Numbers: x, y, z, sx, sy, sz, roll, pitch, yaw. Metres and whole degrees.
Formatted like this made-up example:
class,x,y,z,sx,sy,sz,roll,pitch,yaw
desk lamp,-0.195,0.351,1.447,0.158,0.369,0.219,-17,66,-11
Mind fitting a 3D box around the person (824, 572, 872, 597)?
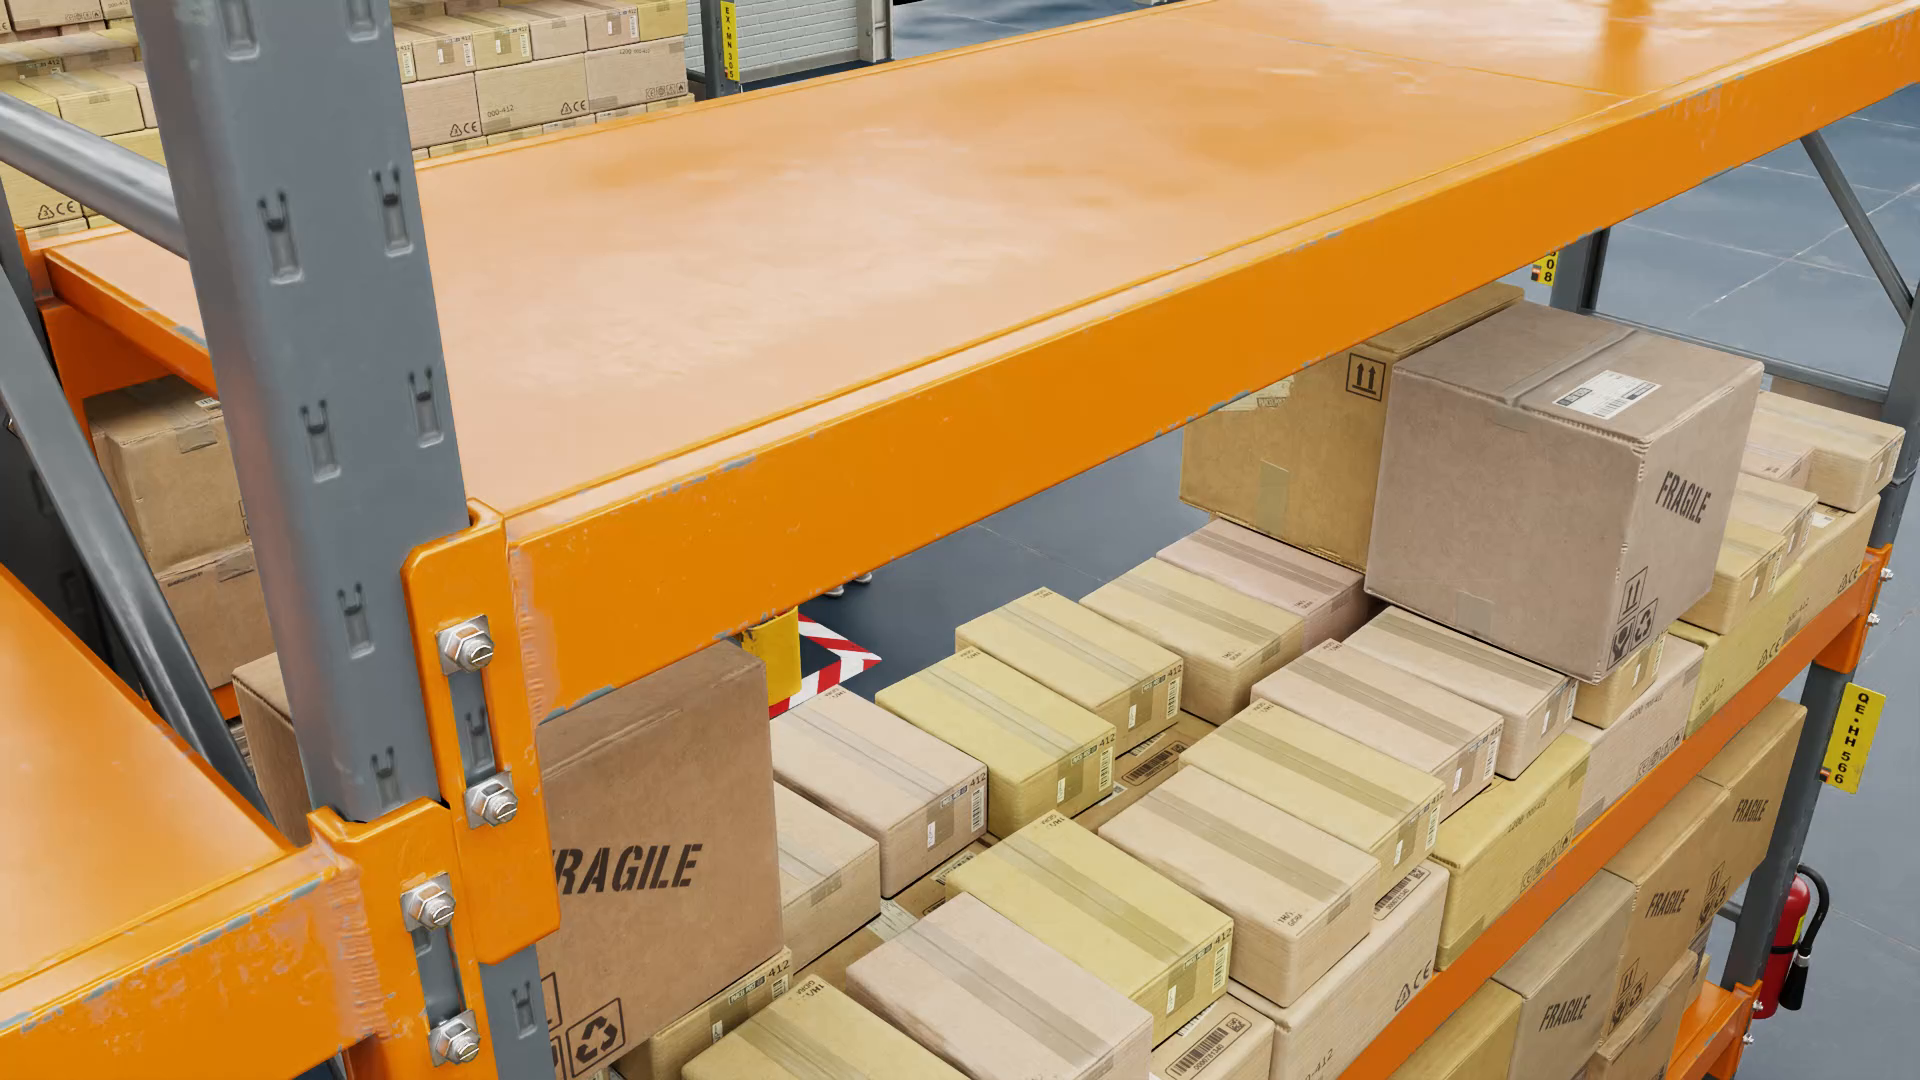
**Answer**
class,x,y,z,sx,sy,sz,roll,pitch,yaw
person,-0.846,-0.119,9.832,0.912,0.771,0.461,23,36,37
